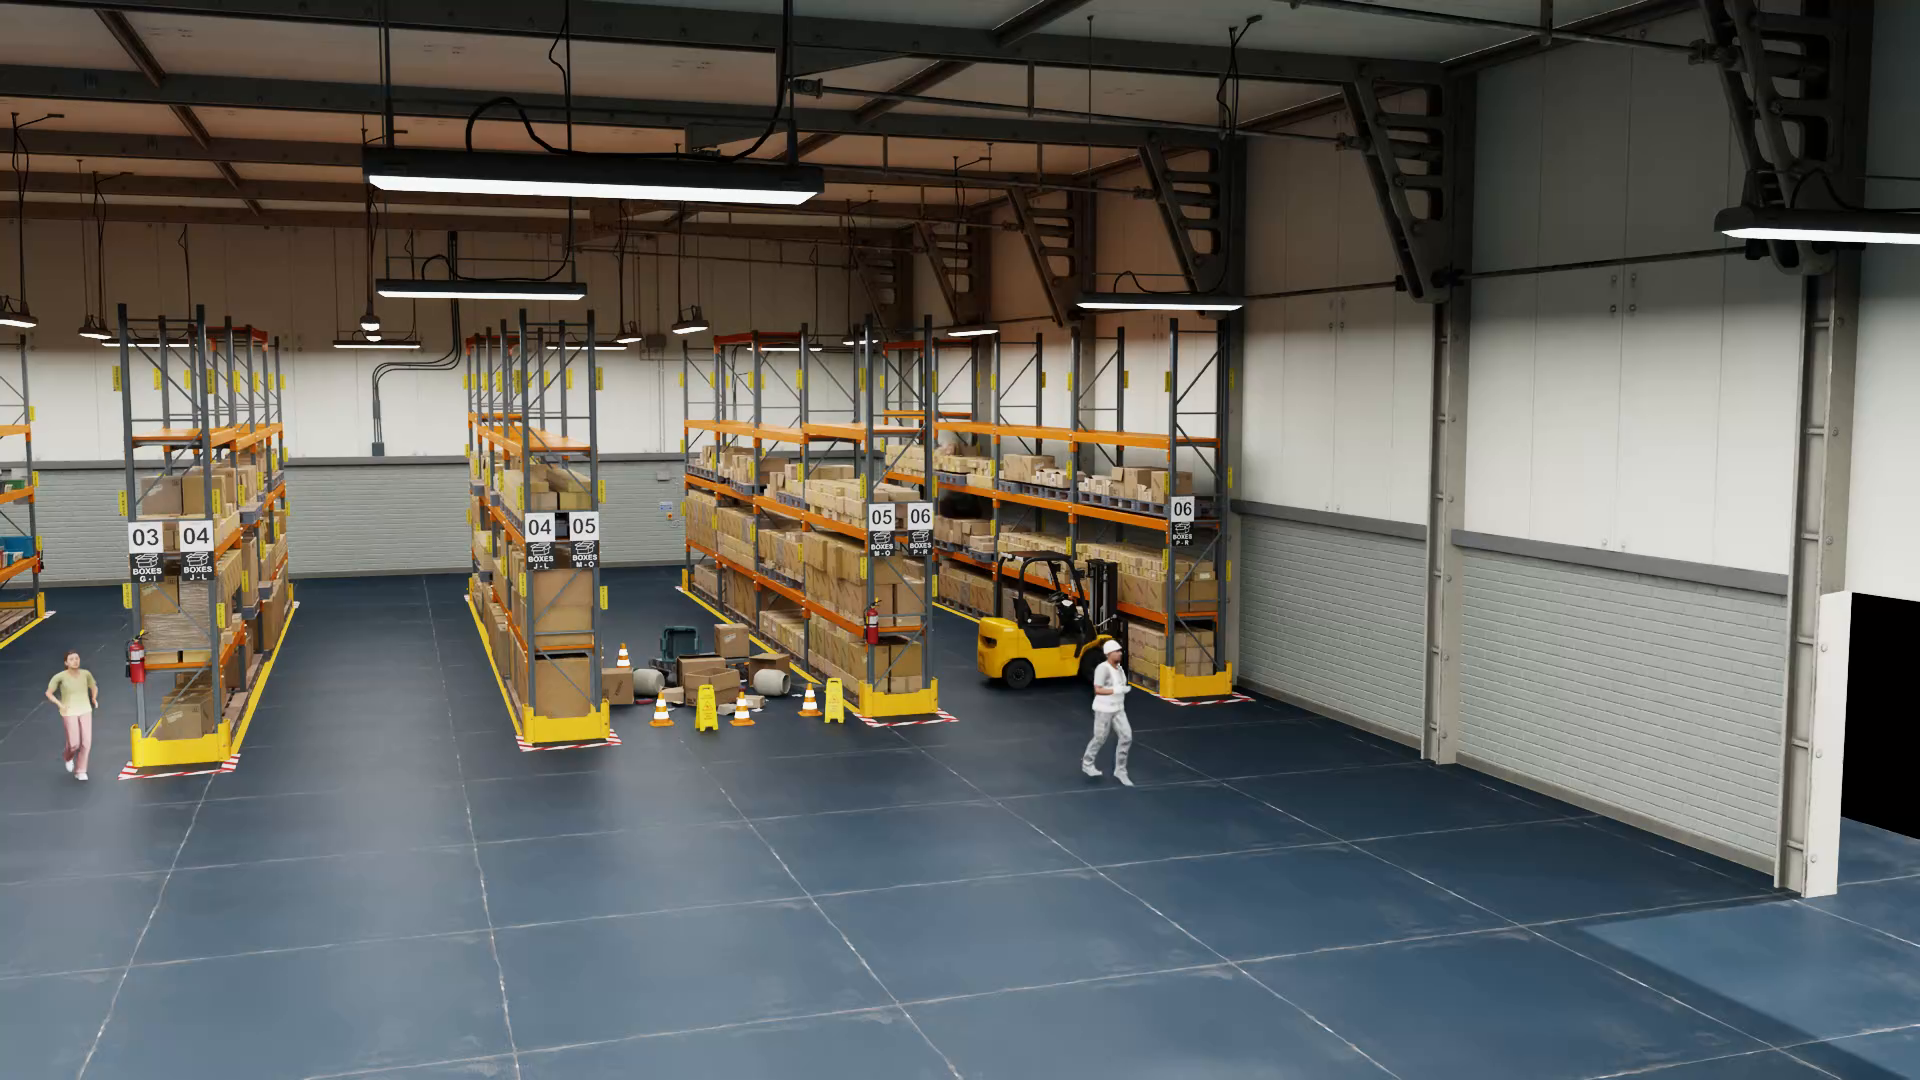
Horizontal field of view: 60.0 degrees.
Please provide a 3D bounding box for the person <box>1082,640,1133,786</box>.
[{"bbox_3d":[1.842,2.166,20.728,0.780,1.851,0.643,4,7,39],"label":"person"}]

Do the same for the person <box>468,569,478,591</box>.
[{"bbox_3d":[-11.201,0.377,39.575,1.022,1.732,0.733,-2,6,-18],"label":"person"}]

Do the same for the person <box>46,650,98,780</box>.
[{"bbox_3d":[-11.194,2.200,21.031,0.604,1.630,0.590,-5,8,-44],"label":"person"}]
